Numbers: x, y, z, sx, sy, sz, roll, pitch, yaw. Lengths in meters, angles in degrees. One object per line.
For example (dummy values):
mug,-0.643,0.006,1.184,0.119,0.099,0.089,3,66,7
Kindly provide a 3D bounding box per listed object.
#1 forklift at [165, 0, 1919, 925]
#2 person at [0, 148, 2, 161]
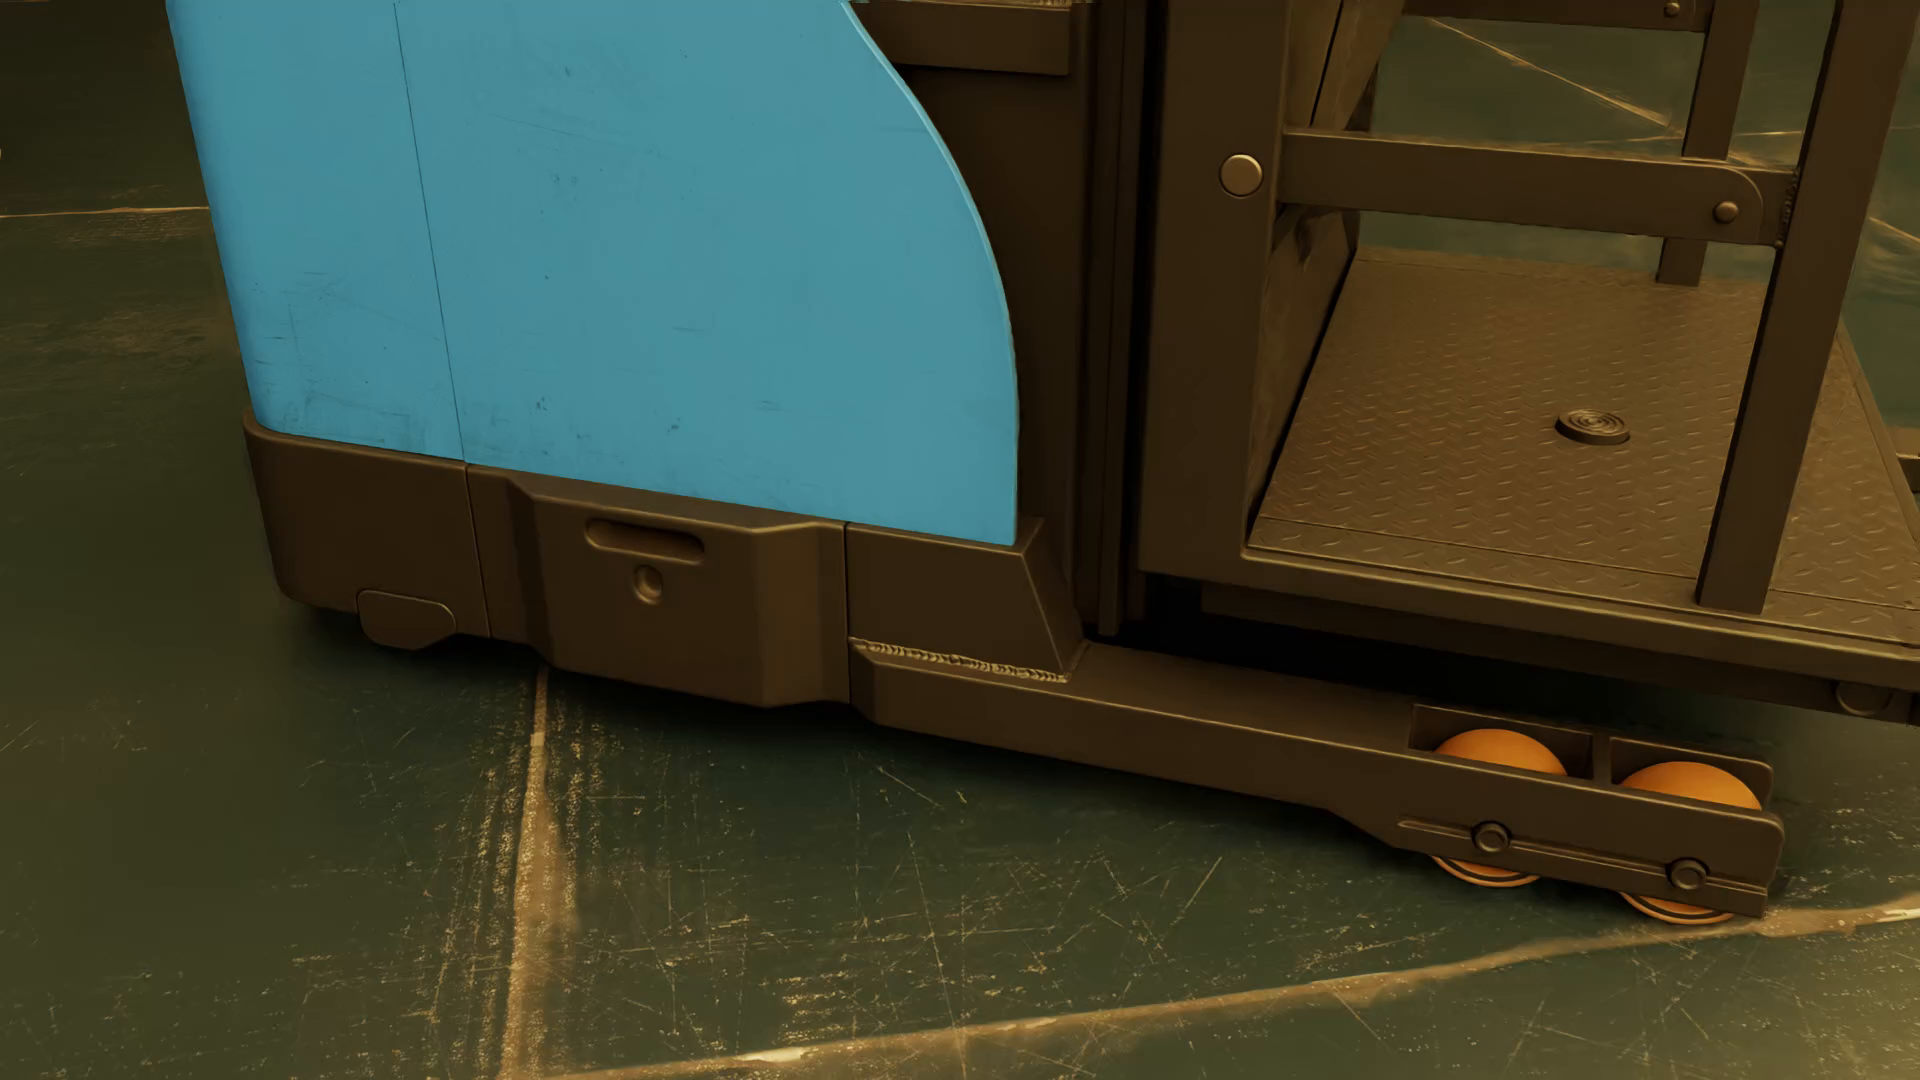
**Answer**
forklift,0.648,-1.173,1.583,3.031,2.935,1.130,9,29,16
person,-2.653,-1.664,3.851,0.784,1.722,0.675,6,29,11
